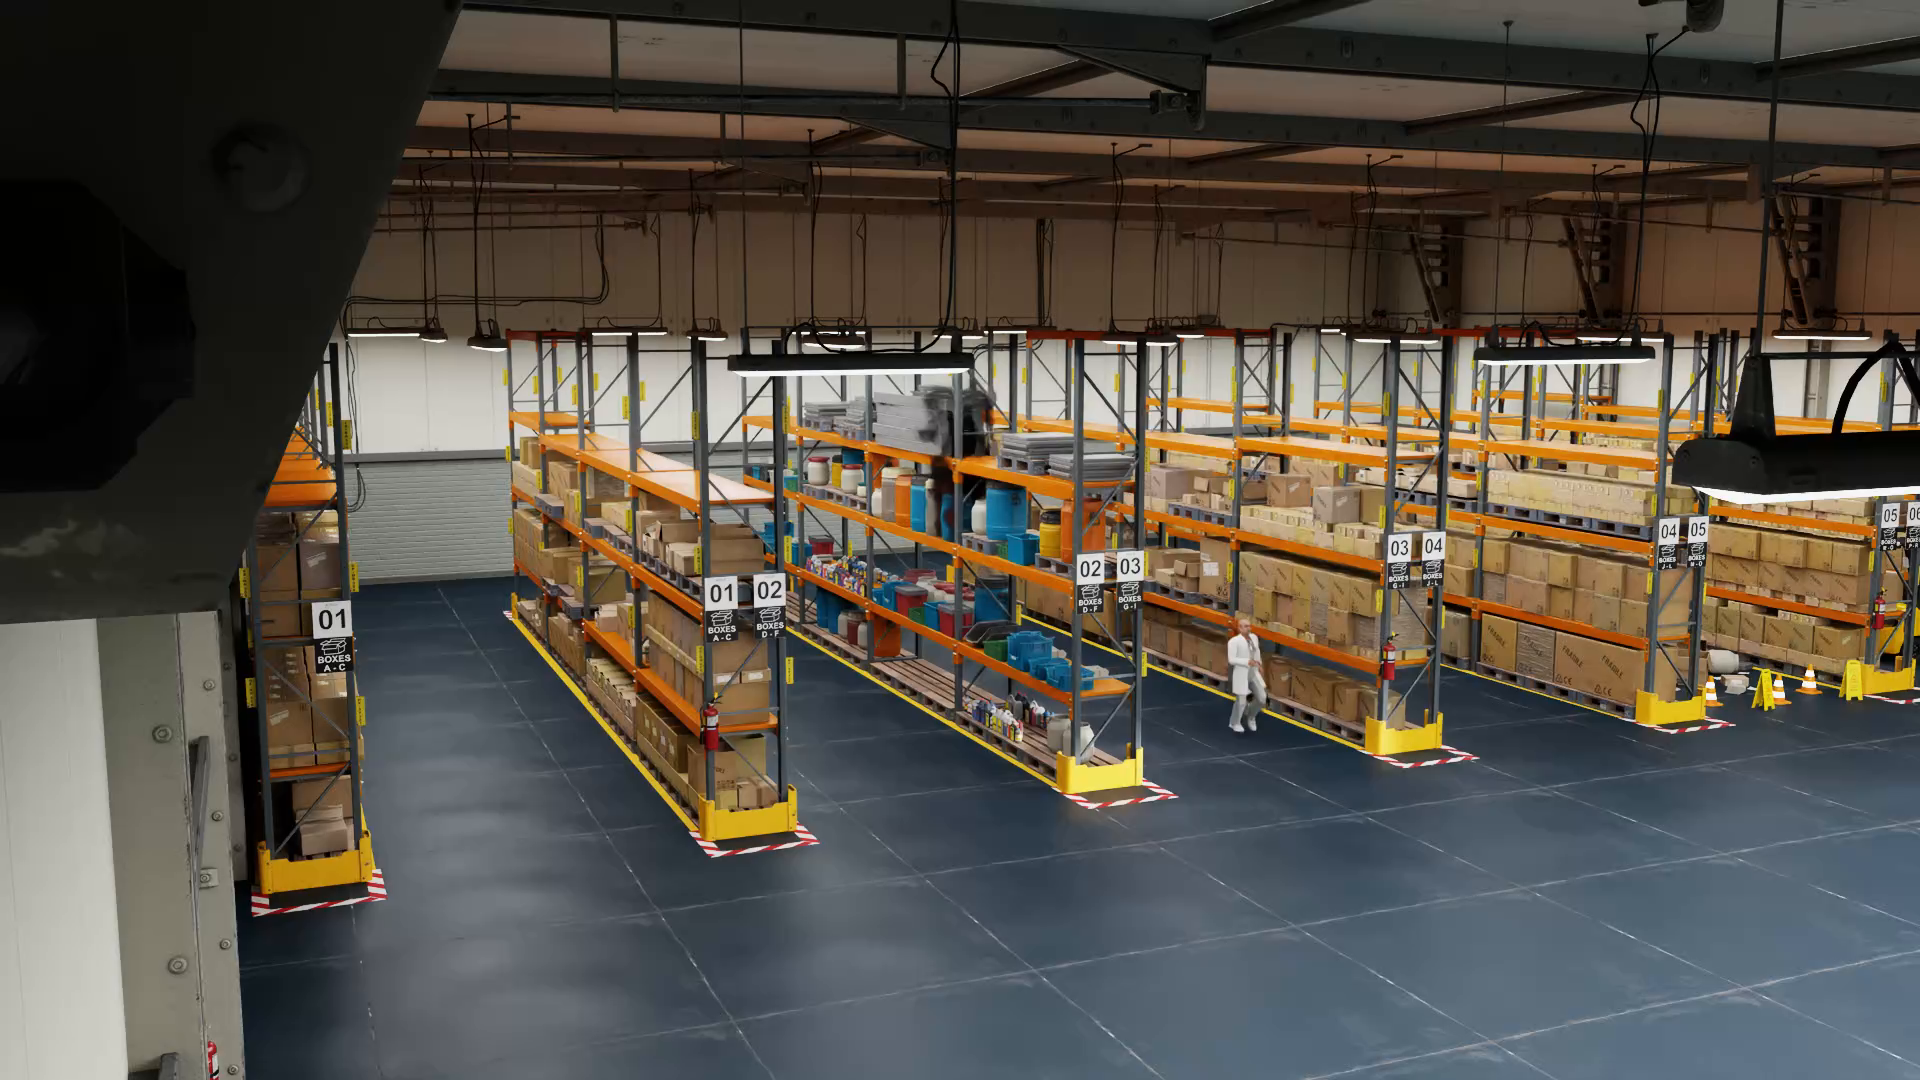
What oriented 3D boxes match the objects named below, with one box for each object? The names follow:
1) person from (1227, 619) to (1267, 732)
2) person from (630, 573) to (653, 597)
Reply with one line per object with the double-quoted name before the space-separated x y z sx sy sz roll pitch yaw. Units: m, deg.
"person" 4.341 2.059 25.057 0.703 1.750 0.723 -4 9 -24
"person" -6.740 0.762 34.754 0.673 1.843 0.808 -6 10 -38
